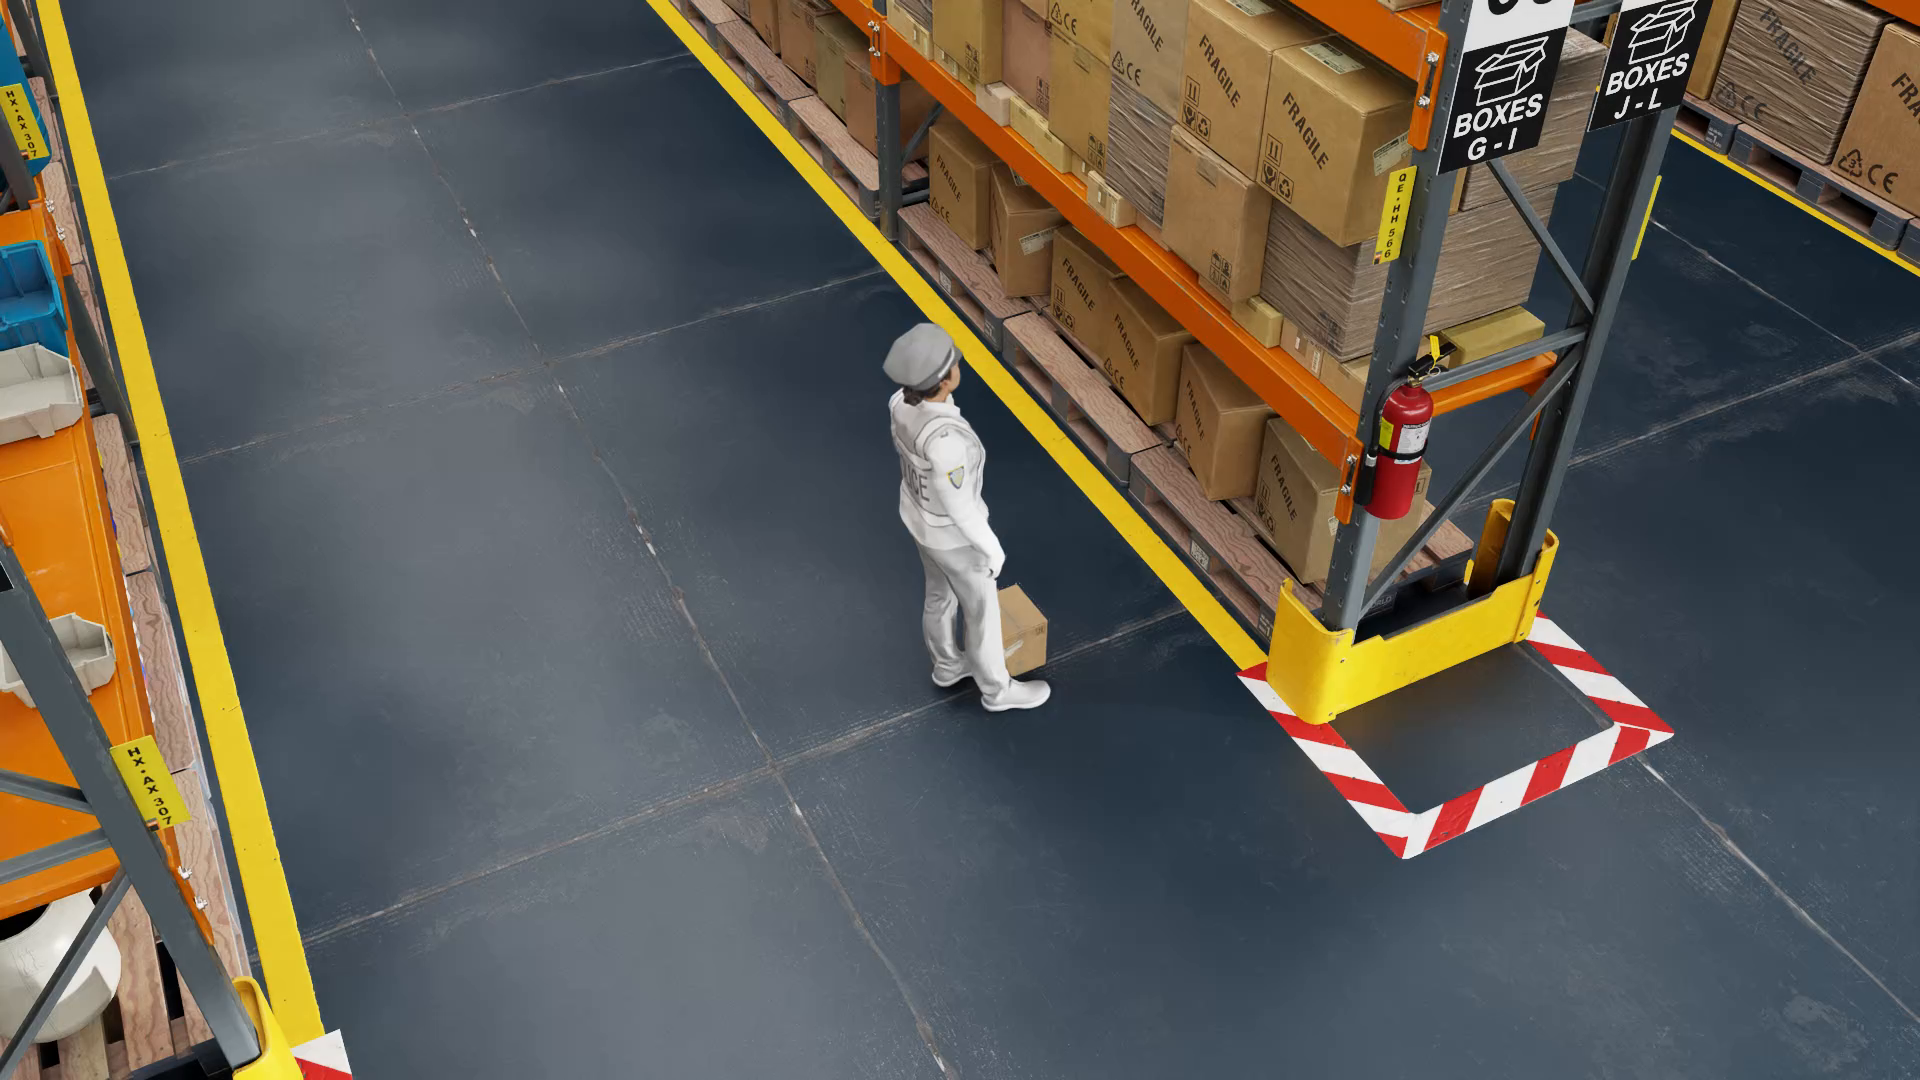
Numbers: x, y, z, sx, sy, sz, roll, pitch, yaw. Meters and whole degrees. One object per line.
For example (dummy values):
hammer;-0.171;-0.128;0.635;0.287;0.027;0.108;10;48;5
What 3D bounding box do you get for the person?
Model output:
person;0.015;-0.081;6.211;0.535;1.695;0.580;-19;45;-20
